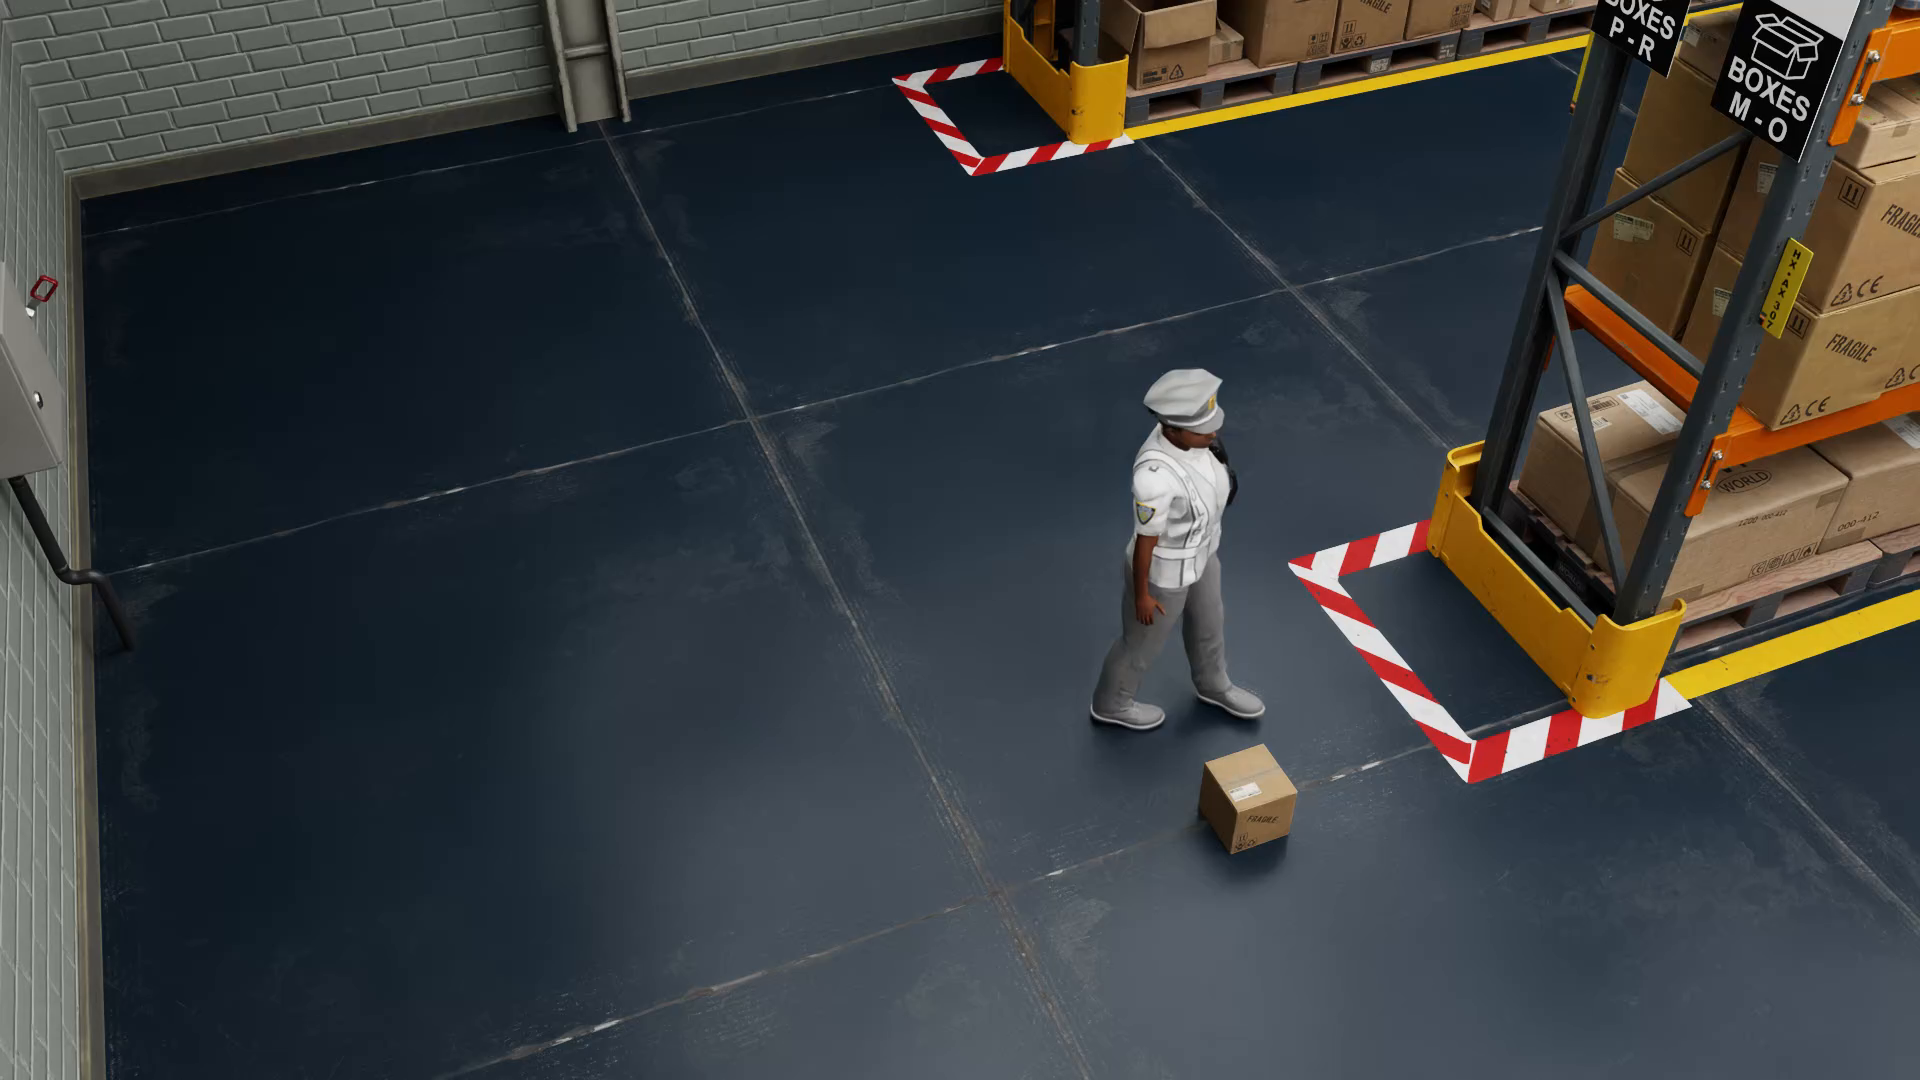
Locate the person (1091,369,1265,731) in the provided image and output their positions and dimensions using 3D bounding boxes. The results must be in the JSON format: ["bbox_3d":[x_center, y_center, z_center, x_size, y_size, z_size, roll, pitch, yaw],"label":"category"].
[{"bbox_3d":[0.851,0.101,6.036,0.626,1.673,0.468,20,46,21],"label":"person"}]
